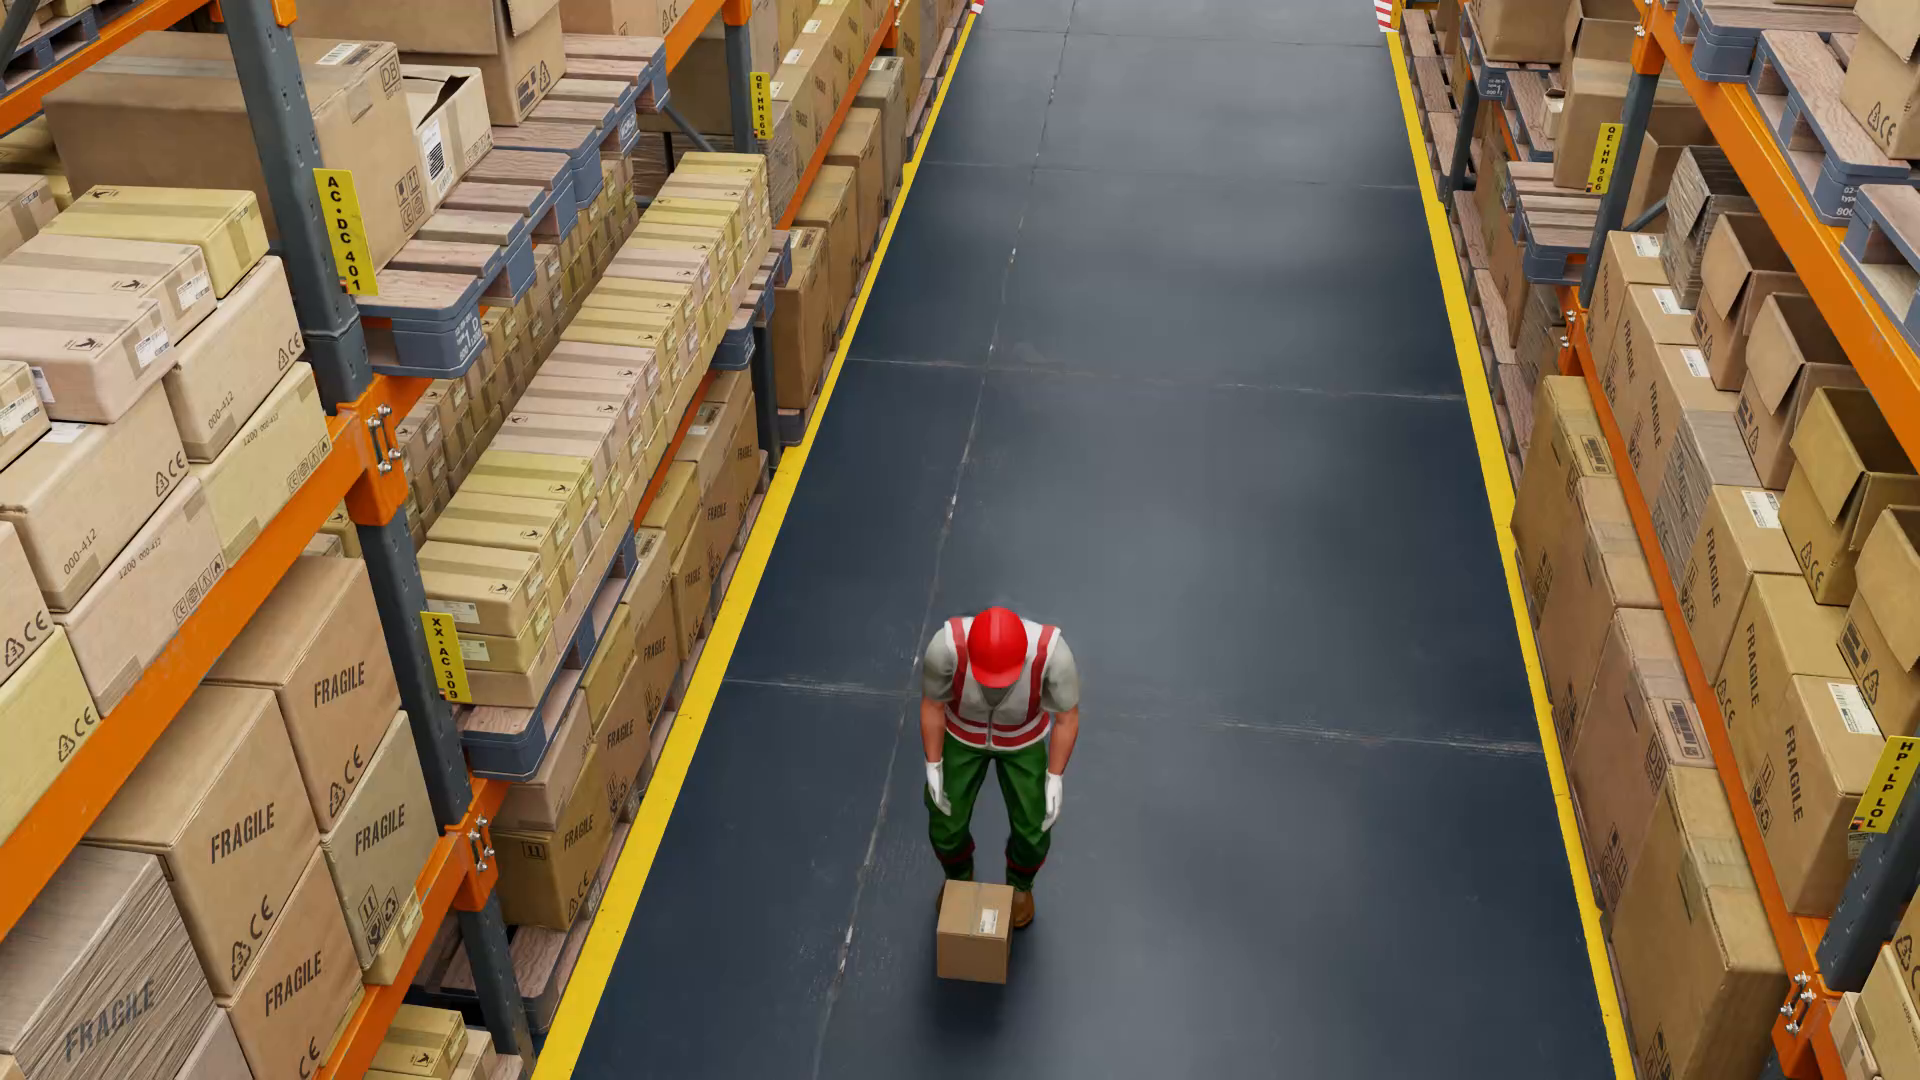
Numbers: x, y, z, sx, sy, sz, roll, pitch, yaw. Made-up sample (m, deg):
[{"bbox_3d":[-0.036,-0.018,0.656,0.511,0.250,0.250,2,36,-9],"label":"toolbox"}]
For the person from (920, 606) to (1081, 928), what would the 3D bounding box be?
[{"bbox_3d":[0.144,0.792,6.083,0.572,1.604,0.625,5,36,7],"label":"person"}]
